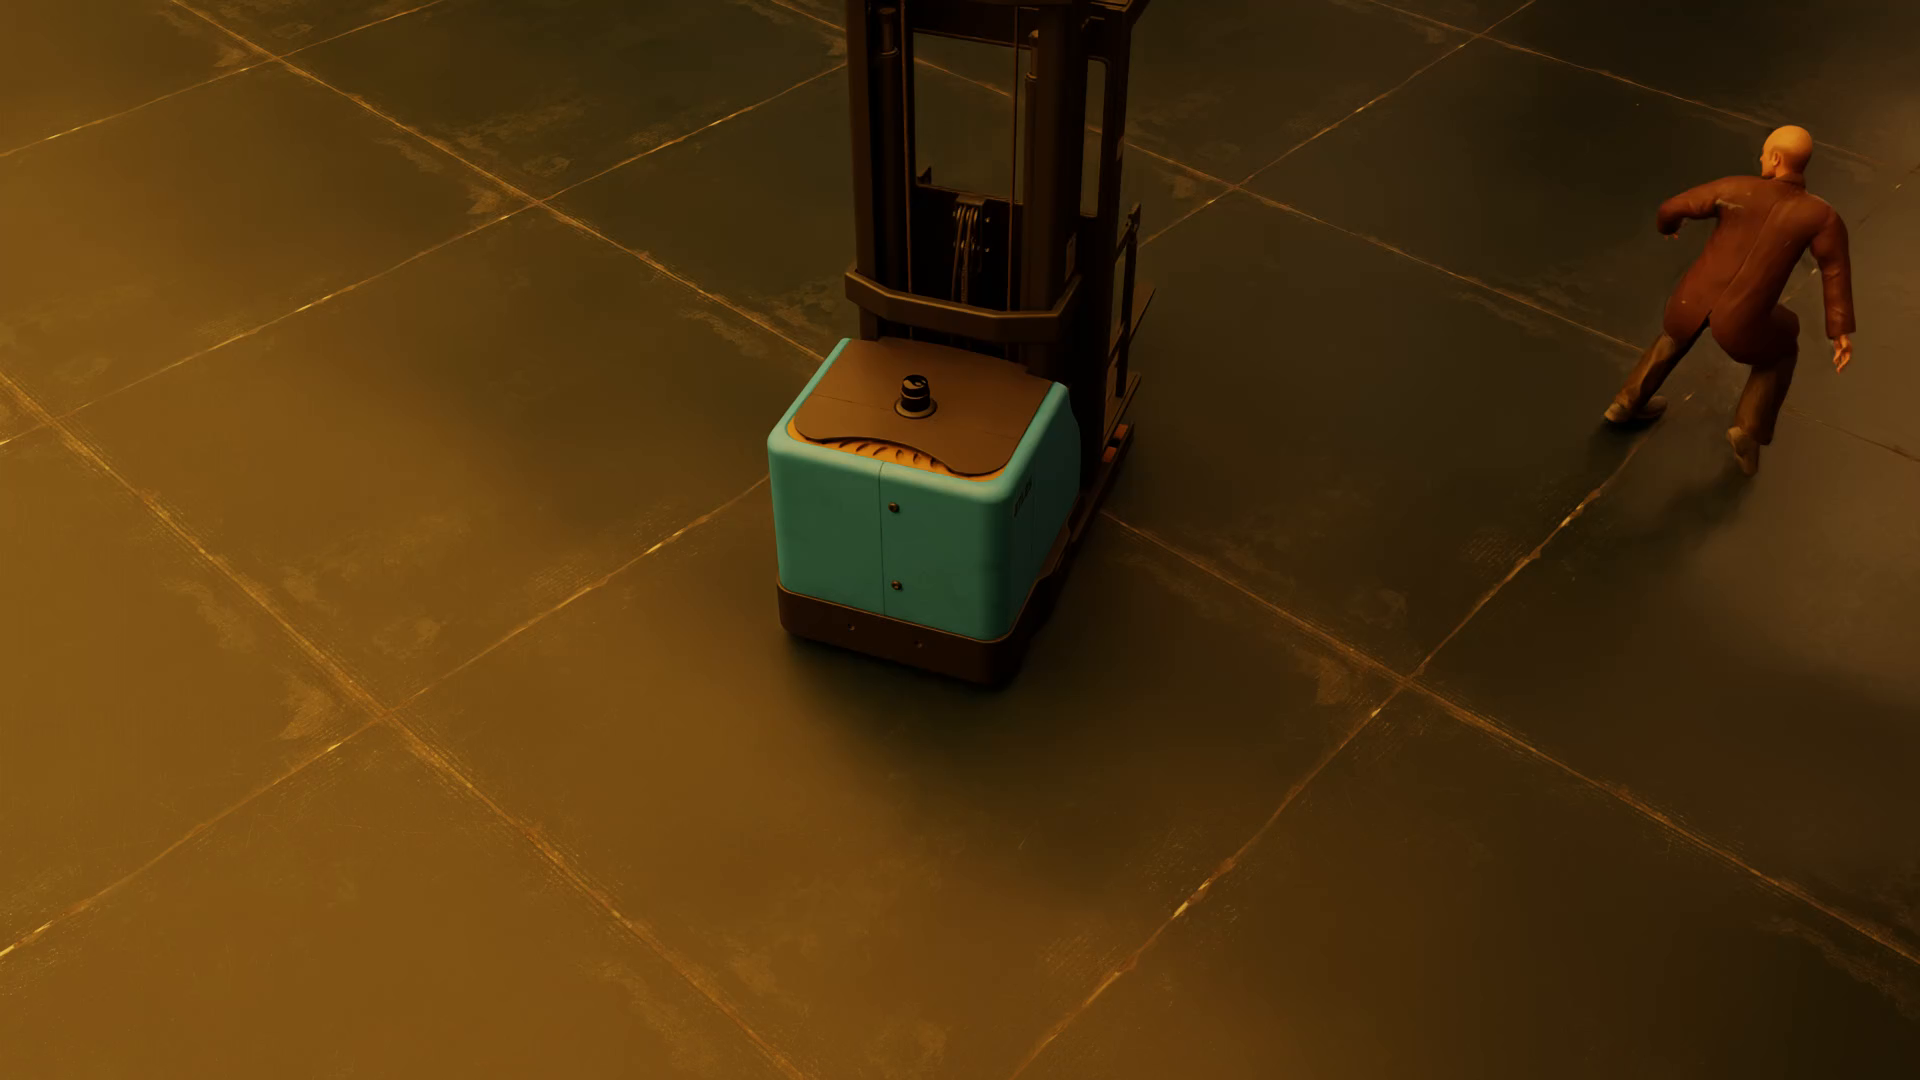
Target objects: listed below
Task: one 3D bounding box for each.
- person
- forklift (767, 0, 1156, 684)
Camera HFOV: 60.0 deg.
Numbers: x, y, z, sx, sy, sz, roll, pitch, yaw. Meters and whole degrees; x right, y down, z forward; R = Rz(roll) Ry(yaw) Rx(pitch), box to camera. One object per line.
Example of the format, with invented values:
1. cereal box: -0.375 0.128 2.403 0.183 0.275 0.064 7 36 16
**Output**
1. person: 3.677 -1.092 7.792 1.069 1.688 0.539 29 48 29
2. forklift: 0.211 -1.484 7.158 1.130 2.935 3.031 14 42 15
